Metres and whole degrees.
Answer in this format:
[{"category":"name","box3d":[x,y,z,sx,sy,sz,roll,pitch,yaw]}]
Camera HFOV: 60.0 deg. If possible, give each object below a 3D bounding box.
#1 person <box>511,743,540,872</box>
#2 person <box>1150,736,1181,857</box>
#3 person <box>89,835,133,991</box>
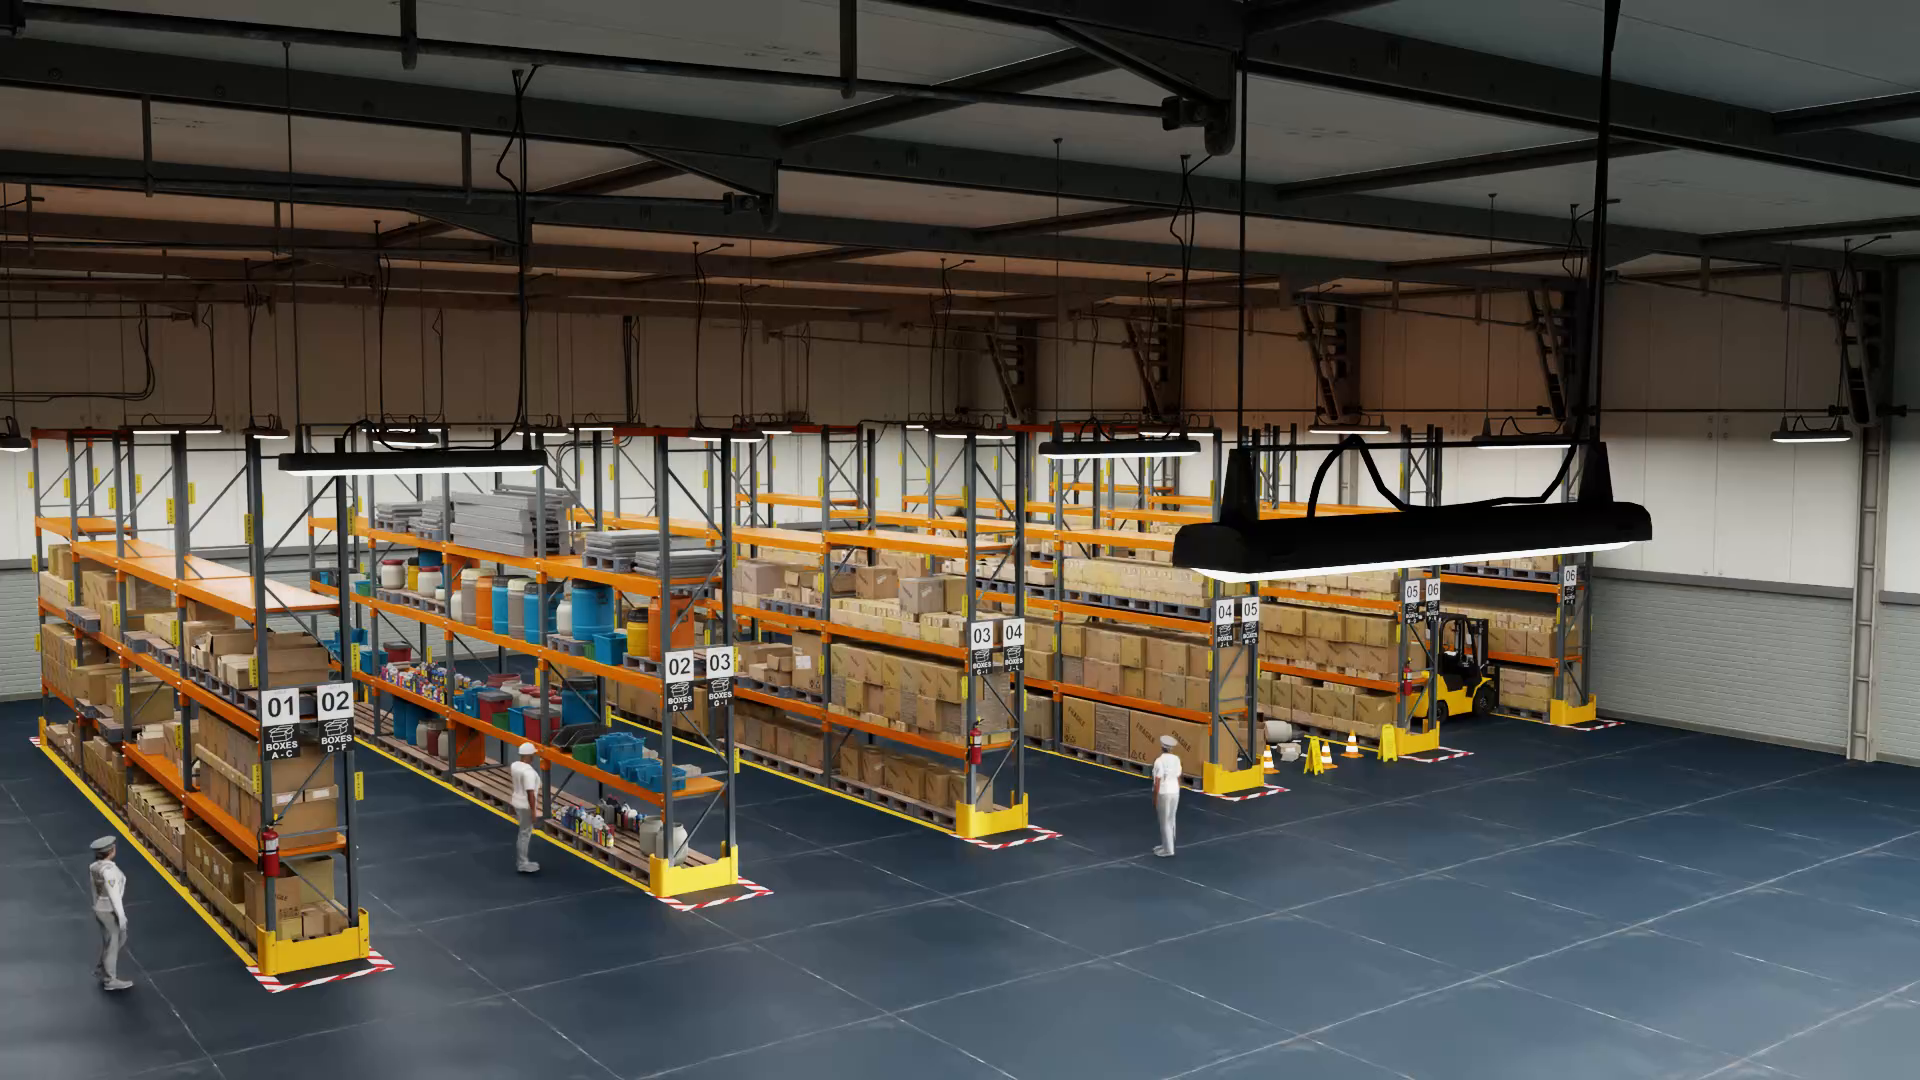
[{"category":"person","box3d":[-5.940,3.655,22.775,0.366,1.773,0.589,-2,5,-24]},{"category":"person","box3d":[2.898,3.634,23.680,0.474,1.705,0.484,-4,6,-39]},{"category":"person","box3d":[-9.297,4.076,18.178,0.401,1.690,0.524,-3,5,-30]}]
